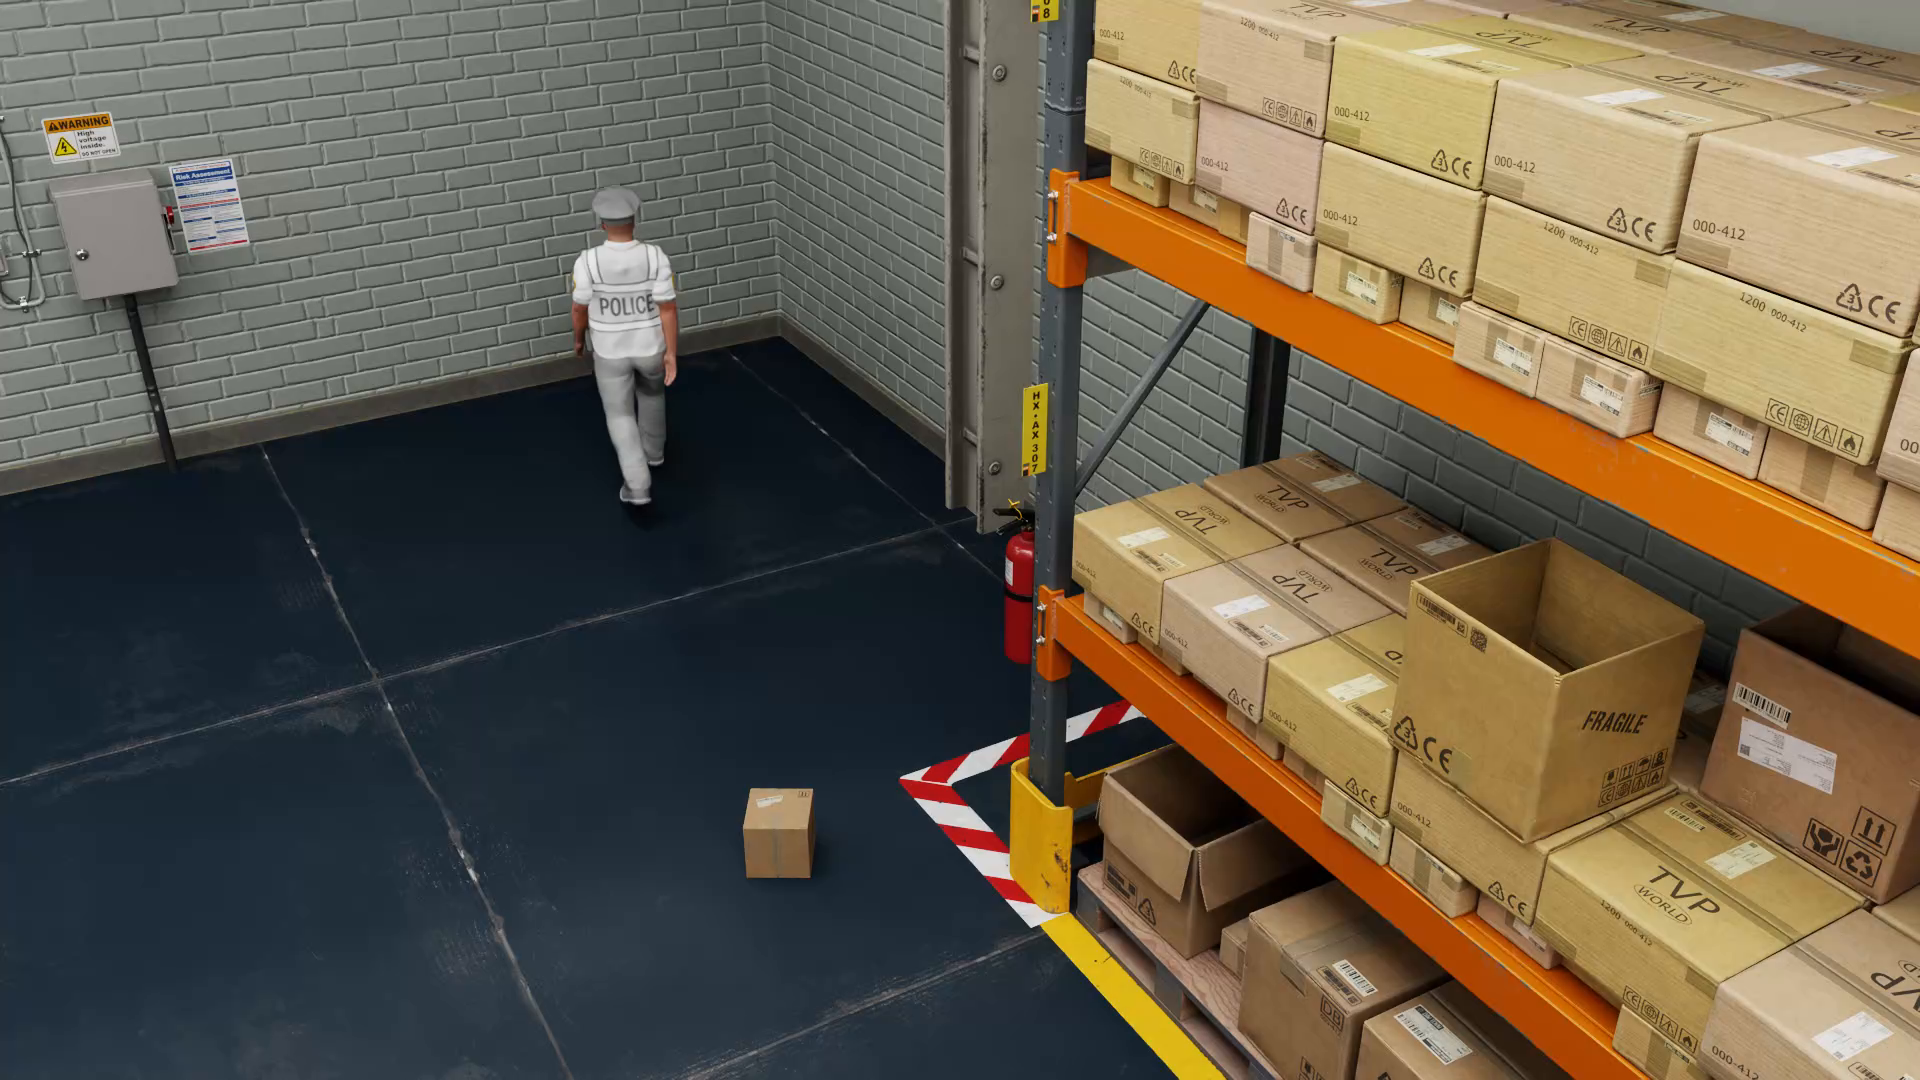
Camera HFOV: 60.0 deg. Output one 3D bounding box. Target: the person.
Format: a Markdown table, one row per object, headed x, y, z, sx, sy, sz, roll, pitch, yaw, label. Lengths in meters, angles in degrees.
| x | y | z | sx | sy | sz | roll | pitch | yaw | label |
| --- | --- | --- | --- | --- | --- | --- | --- | --- | --- |
| -1.823 | -1.083 | 9.066 | 0.542 | 1.720 | 0.988 | -10 | 30 | -18 | person |
